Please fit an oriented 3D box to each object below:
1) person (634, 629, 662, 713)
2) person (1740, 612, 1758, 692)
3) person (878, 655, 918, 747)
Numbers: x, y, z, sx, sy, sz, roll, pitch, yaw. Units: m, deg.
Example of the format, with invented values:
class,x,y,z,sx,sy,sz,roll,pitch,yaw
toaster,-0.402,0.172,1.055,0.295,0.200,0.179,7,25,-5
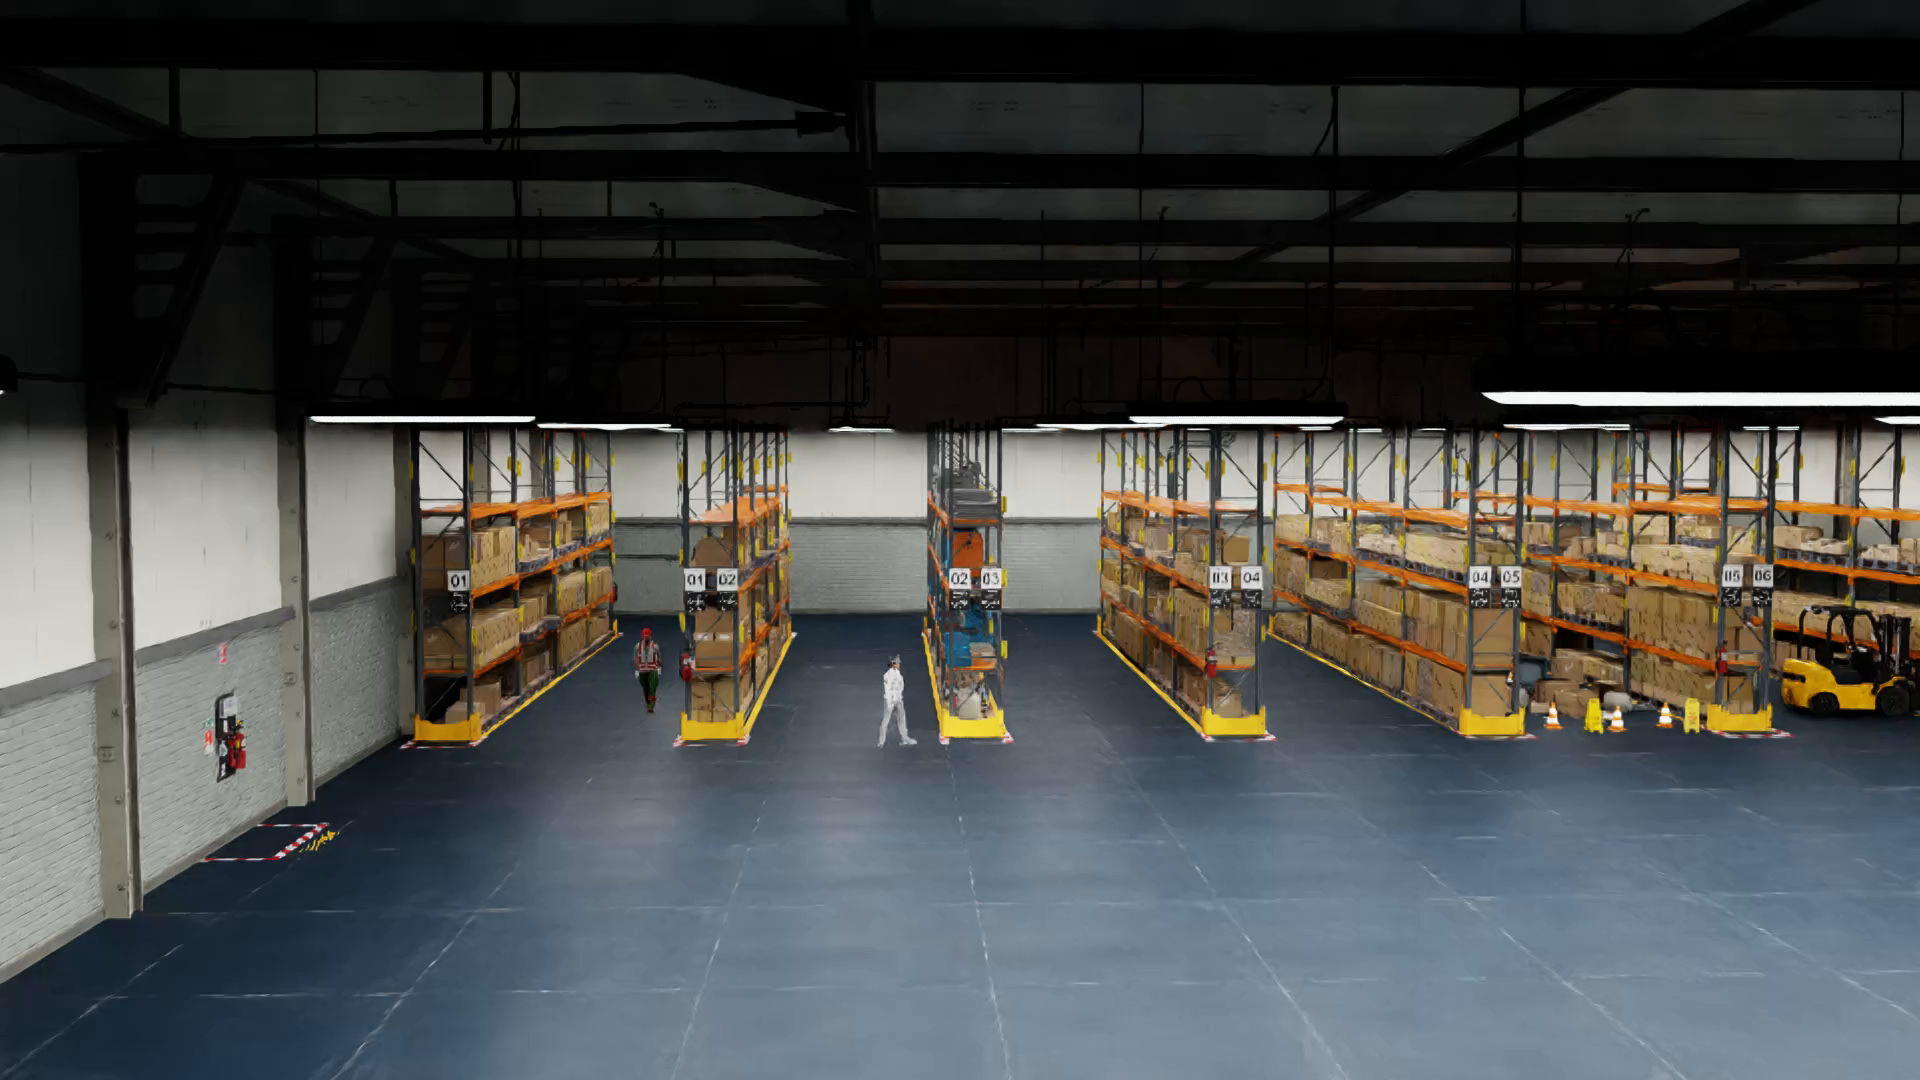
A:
class,x,y,z,sx,sy,sz,roll,pitch,yaw
person,-6.434,2.660,34.197,0.553,1.701,1.123,0,4,0
person,17.408,2.471,36.901,0.579,1.748,0.653,2,4,27
person,-1.180,2.926,30.446,0.552,1.670,0.682,3,4,34
